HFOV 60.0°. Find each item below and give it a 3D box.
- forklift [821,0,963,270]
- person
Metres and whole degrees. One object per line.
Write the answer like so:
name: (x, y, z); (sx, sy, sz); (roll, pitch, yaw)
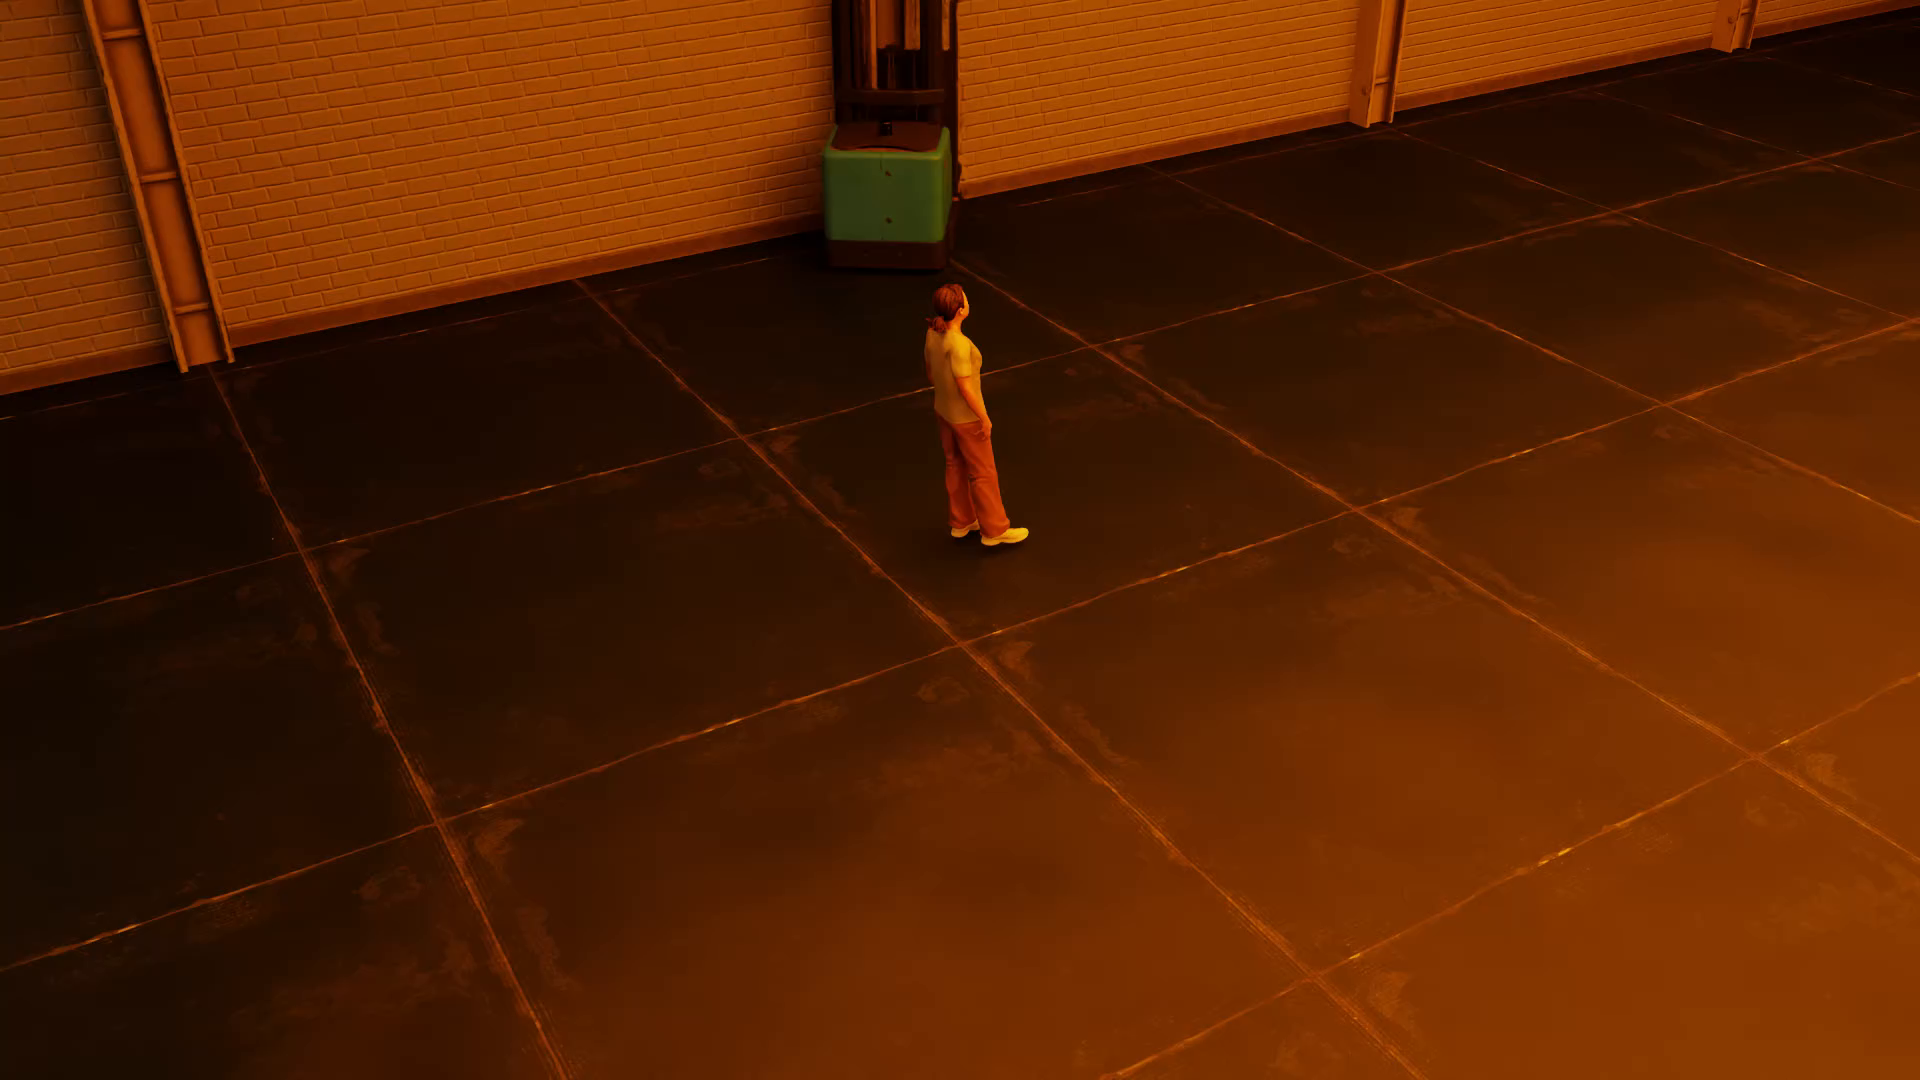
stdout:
forklift: (-0.552, -4.298, 14.826); (1.130, 2.935, 3.031); (2, 31, 3)
person: (0.069, -0.774, 10.069); (0.547, 1.673, 0.553); (-17, 35, -26)
